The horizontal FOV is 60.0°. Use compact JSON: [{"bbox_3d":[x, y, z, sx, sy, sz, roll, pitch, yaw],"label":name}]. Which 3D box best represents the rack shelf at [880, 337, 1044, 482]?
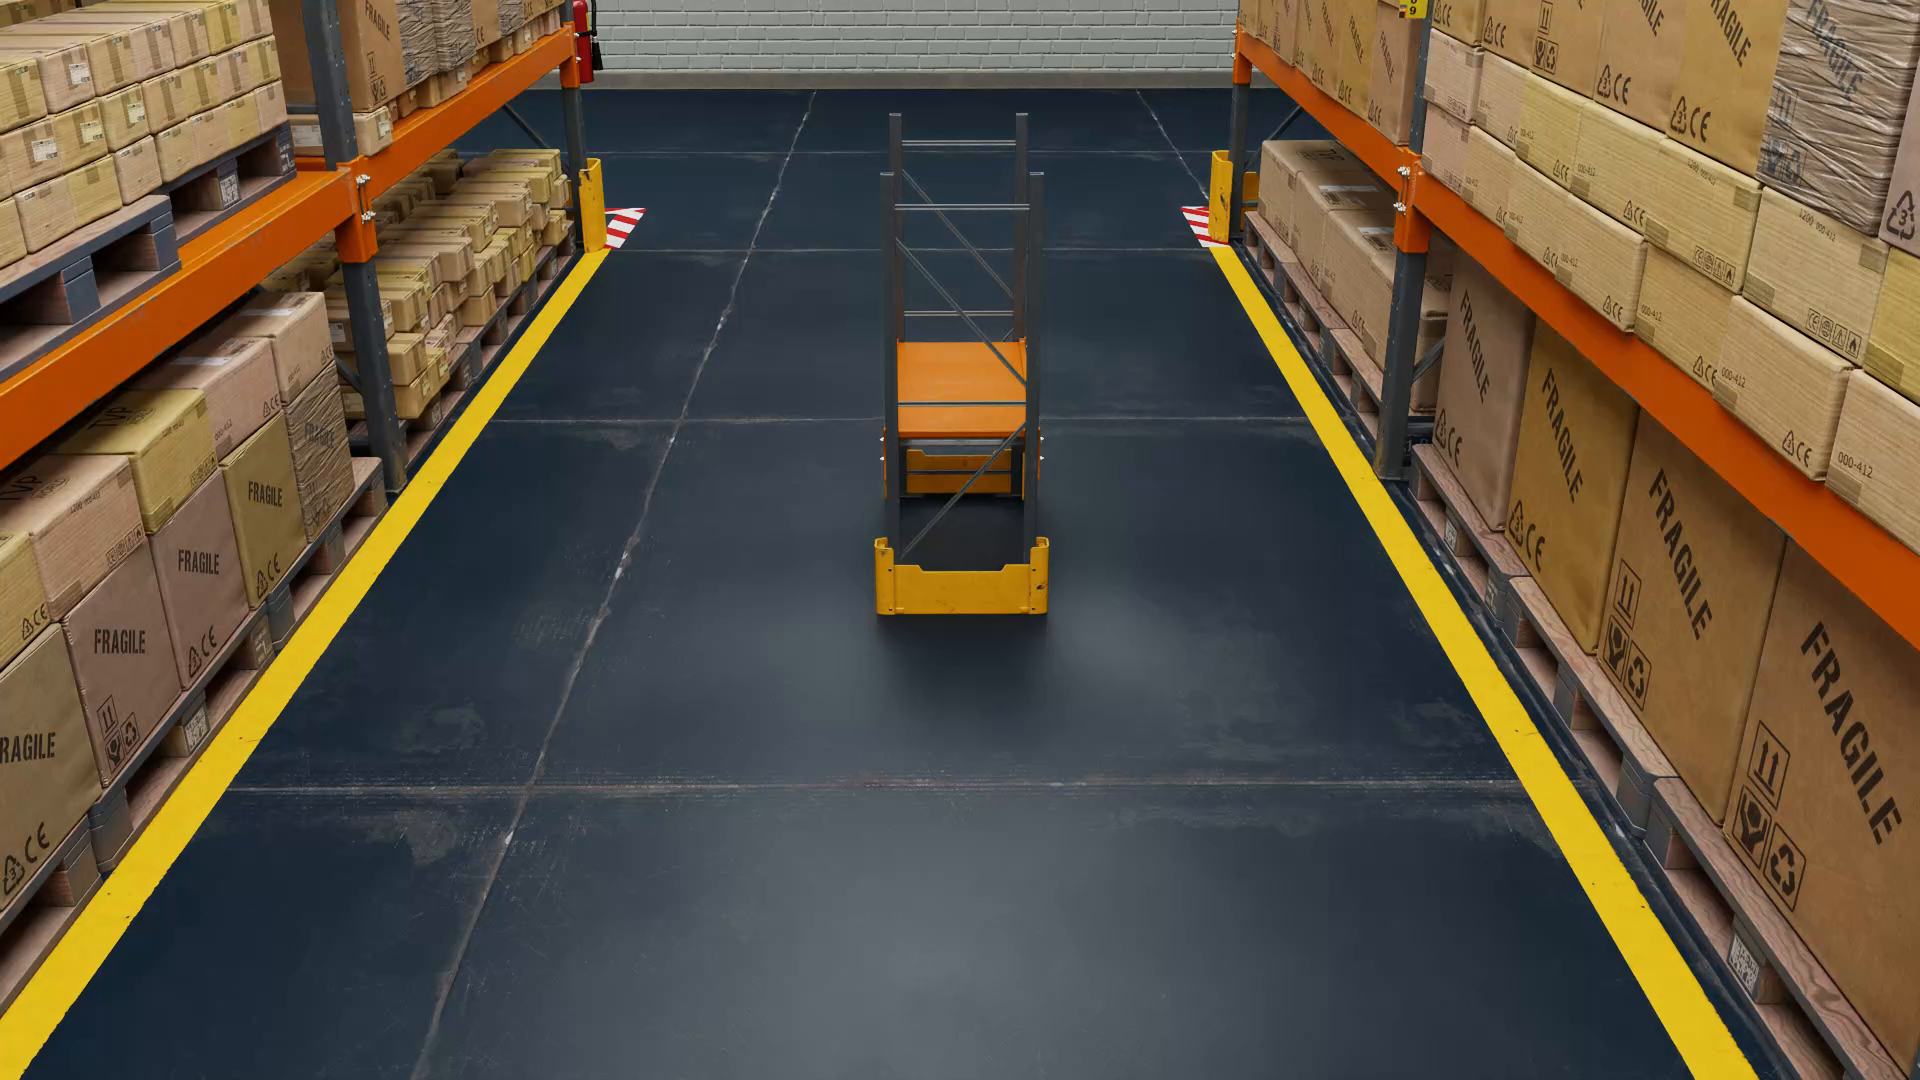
[{"bbox_3d":[0.001,-0.484,5.937,0.538,0.185,1.000,0,24,-1],"label":"rack shelf"}]

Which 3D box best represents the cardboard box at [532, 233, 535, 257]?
[{"bbox_3d":[-2.534,-1.575,9.042,0.380,0.149,0.250,0,24,0],"label":"cardboard box"}]

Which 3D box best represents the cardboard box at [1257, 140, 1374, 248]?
[{"bbox_3d":[2.271,-2.031,9.700,0.875,0.438,0.875,-1,24,-2],"label":"cardboard box"}]

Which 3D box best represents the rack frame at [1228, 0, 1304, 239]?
[{"bbox_3d":[2.164,-3.279,9.859,1.000,3.000,0.127,0,24,-1],"label":"rack frame"}]

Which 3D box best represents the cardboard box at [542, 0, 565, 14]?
[{"bbox_3d":[-2.522,-3.212,9.229,0.500,0.500,0.500,0,24,1],"label":"cardboard box"}]

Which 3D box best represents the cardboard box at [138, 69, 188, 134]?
[{"bbox_3d":[-2.528,-1.292,4.902,0.380,0.149,0.250,-1,24,-2],"label":"cardboard box"}]

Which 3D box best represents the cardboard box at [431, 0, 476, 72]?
[{"bbox_3d":[-2.476,-2.364,7.355,0.500,0.500,0.500,-1,24,-2],"label":"cardboard box"}]

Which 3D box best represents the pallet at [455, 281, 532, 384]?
[{"bbox_3d":[-2.800,-1.077,8.374,1.003,0.211,1.213,0,24,-1],"label":"pallet"}]

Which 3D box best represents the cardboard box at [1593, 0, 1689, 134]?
[{"bbox_3d":[1.973,-1.320,4.193,0.500,0.500,0.500,-1,24,-1],"label":"cardboard box"}]

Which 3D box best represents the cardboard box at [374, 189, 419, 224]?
[{"bbox_3d":[-3.041,-1.727,8.657,0.380,0.149,0.250,1,24,2],"label":"cardboard box"}]

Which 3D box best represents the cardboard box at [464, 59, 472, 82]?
[{"bbox_3d":[-2.529,-2.223,7.830,0.380,0.149,0.250,1,24,1],"label":"cardboard box"}]

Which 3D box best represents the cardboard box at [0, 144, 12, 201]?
[{"bbox_3d":[-2.517,-0.861,3.949,0.380,0.149,0.250,0,24,-1],"label":"cardboard box"}]

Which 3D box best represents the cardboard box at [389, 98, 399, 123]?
[{"bbox_3d":[-2.549,-1.786,6.864,0.380,0.149,0.250,-1,24,-3],"label":"cardboard box"}]

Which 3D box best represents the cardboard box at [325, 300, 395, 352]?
[{"bbox_3d":[-2.537,-0.873,6.768,0.380,0.149,0.250,1,24,2],"label":"cardboard box"}]

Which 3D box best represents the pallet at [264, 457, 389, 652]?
[{"bbox_3d":[-2.731,0.025,5.939,1.003,0.211,1.213,0,24,-1],"label":"pallet"}]

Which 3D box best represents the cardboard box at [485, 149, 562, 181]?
[{"bbox_3d":[-2.525,-2.161,9.616,0.380,0.149,0.250,0,24,0],"label":"cardboard box"}]

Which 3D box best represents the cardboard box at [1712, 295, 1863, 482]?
[{"bbox_3d":[1.965,-0.331,3.525,0.500,0.250,0.500,0,24,0],"label":"cardboard box"}]

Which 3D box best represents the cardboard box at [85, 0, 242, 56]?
[{"bbox_3d":[-2.537,-1.639,5.308,0.380,0.149,0.250,-1,24,-2],"label":"cardboard box"}]

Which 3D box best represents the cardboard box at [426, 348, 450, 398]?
[{"bbox_3d":[-2.426,-0.720,7.152,0.380,0.149,0.250,0,24,1],"label":"cardboard box"}]

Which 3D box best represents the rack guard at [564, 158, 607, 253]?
[{"bbox_3d":[-2.784,-2.044,10.164,1.175,0.500,0.348,0,24,-1],"label":"rack guard"}]

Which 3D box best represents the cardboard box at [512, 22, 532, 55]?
[{"bbox_3d":[-2.489,-2.656,8.788,0.380,0.149,0.250,0,24,1],"label":"cardboard box"}]

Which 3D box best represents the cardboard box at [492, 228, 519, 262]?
[{"bbox_3d":[-2.483,-1.493,8.501,0.380,0.149,0.250,1,24,2],"label":"cardboard box"}]

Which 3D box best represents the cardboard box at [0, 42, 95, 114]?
[{"bbox_3d":[-2.528,-1.213,4.365,0.380,0.149,0.250,-1,24,-3],"label":"cardboard box"}]

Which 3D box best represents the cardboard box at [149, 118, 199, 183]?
[{"bbox_3d":[-2.532,-1.168,4.987,0.380,0.149,0.250,-1,24,-3],"label":"cardboard box"}]

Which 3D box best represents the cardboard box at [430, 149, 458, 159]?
[{"bbox_3d":[-3.118,-2.161,9.616,0.380,0.149,0.250,-1,24,-3],"label":"cardboard box"}]

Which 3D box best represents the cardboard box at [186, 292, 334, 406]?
[{"bbox_3d":[-2.480,-0.655,5.672,0.500,0.250,0.500,-1,24,-2],"label":"cardboard box"}]

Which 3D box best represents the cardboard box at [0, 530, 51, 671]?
[{"bbox_3d":[-2.468,0.193,3.796,0.500,0.250,0.500,-1,24,-1],"label":"cardboard box"}]

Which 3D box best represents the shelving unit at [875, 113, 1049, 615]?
[{"bbox_3d":[0.001,-0.652,5.871,0.587,1.500,1.083,0,24,-1],"label":"shelving unit"}]

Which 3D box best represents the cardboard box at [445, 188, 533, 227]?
[{"bbox_3d":[-2.452,-1.734,8.672,0.380,0.149,0.250,1,24,1],"label":"cardboard box"}]

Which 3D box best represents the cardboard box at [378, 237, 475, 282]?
[{"bbox_3d":[-2.480,-1.303,7.719,0.380,0.149,0.250,0,24,1],"label":"cardboard box"}]

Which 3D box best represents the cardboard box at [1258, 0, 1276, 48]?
[{"bbox_3d":[1.916,-2.917,8.938,0.500,0.500,0.500,-1,24,-1],"label":"cardboard box"}]

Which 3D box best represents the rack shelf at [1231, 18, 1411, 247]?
[{"bbox_3d":[2.186,-2.127,8.185,1.077,0.370,4.000,0,24,-1],"label":"rack shelf"}]

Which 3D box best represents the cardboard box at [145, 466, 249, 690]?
[{"bbox_3d":[-2.474,0.108,4.896,0.500,0.500,0.500,-1,24,-2],"label":"cardboard box"}]

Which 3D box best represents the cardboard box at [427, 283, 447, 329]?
[{"bbox_3d":[-2.556,-1.061,7.544,0.380,0.149,0.250,-1,24,-3],"label":"cardboard box"}]

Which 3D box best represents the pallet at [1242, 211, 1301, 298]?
[{"bbox_3d":[2.251,-1.679,9.706,1.003,0.211,1.213,0,24,-1],"label":"pallet"}]

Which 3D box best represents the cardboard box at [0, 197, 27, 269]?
[{"bbox_3d":[-2.517,-0.727,4.012,0.380,0.149,0.250,0,24,0],"label":"cardboard box"}]

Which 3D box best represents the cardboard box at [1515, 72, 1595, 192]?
[{"bbox_3d":[1.943,-1.184,4.804,0.500,0.250,0.500,0,24,0],"label":"cardboard box"}]

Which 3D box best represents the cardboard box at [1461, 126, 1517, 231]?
[{"bbox_3d":[1.956,-1.166,5.371,0.500,0.250,0.500,-1,24,-2],"label":"cardboard box"}]

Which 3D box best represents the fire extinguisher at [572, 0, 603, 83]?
[{"bbox_3d":[-2.326,-3.115,10.045,0.296,0.674,0.183,0,24,-1],"label":"fire extinguisher"}]

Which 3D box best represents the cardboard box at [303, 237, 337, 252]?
[{"bbox_3d":[-3.077,-1.301,7.716,0.380,0.149,0.250,-1,24,-3],"label":"cardboard box"}]

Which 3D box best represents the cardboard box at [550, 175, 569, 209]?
[{"bbox_3d":[-2.493,-2.026,9.680,0.380,0.149,0.250,-1,24,-2],"label":"cardboard box"}]

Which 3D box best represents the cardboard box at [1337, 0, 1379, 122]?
[{"bbox_3d":[1.936,-2.078,7.083,0.500,0.500,0.500,-1,24,-2],"label":"cardboard box"}]

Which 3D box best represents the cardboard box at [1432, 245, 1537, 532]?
[{"bbox_3d":[2.295,-0.599,6.002,0.875,0.875,0.875,0,24,1],"label":"cardboard box"}]

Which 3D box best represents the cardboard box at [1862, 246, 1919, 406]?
[{"bbox_3d":[1.992,-0.340,2.937,0.500,0.250,0.500,0,24,-1],"label":"cardboard box"}]

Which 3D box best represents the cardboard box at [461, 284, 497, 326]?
[{"bbox_3d":[-2.478,-1.145,8.091,0.380,0.149,0.250,-1,24,-2],"label":"cardboard box"}]
